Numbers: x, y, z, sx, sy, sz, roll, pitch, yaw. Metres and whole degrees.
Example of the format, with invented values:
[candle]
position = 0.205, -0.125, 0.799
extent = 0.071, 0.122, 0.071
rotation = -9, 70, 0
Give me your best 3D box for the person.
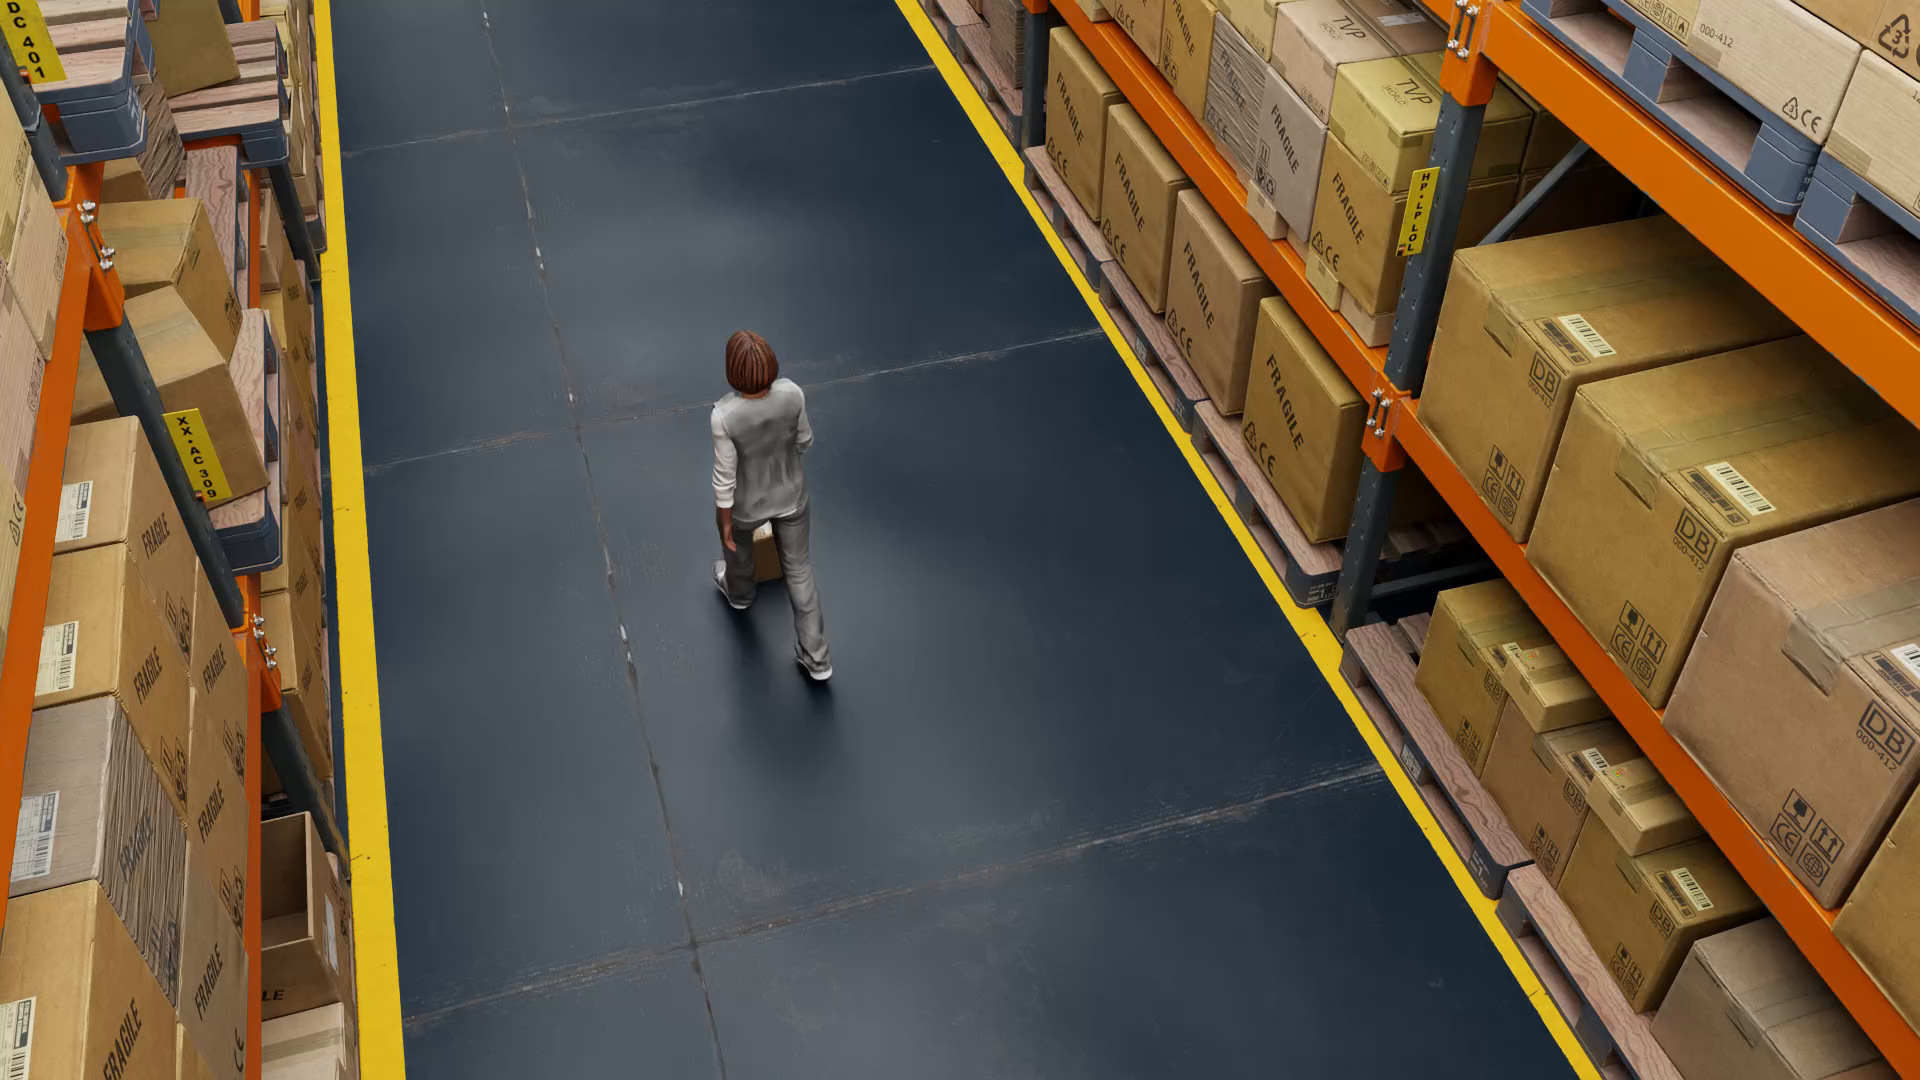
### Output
[person]
position = -0.766, -0.205, 6.389
extent = 0.427, 1.556, 0.838
rotation = -17, 45, -17
